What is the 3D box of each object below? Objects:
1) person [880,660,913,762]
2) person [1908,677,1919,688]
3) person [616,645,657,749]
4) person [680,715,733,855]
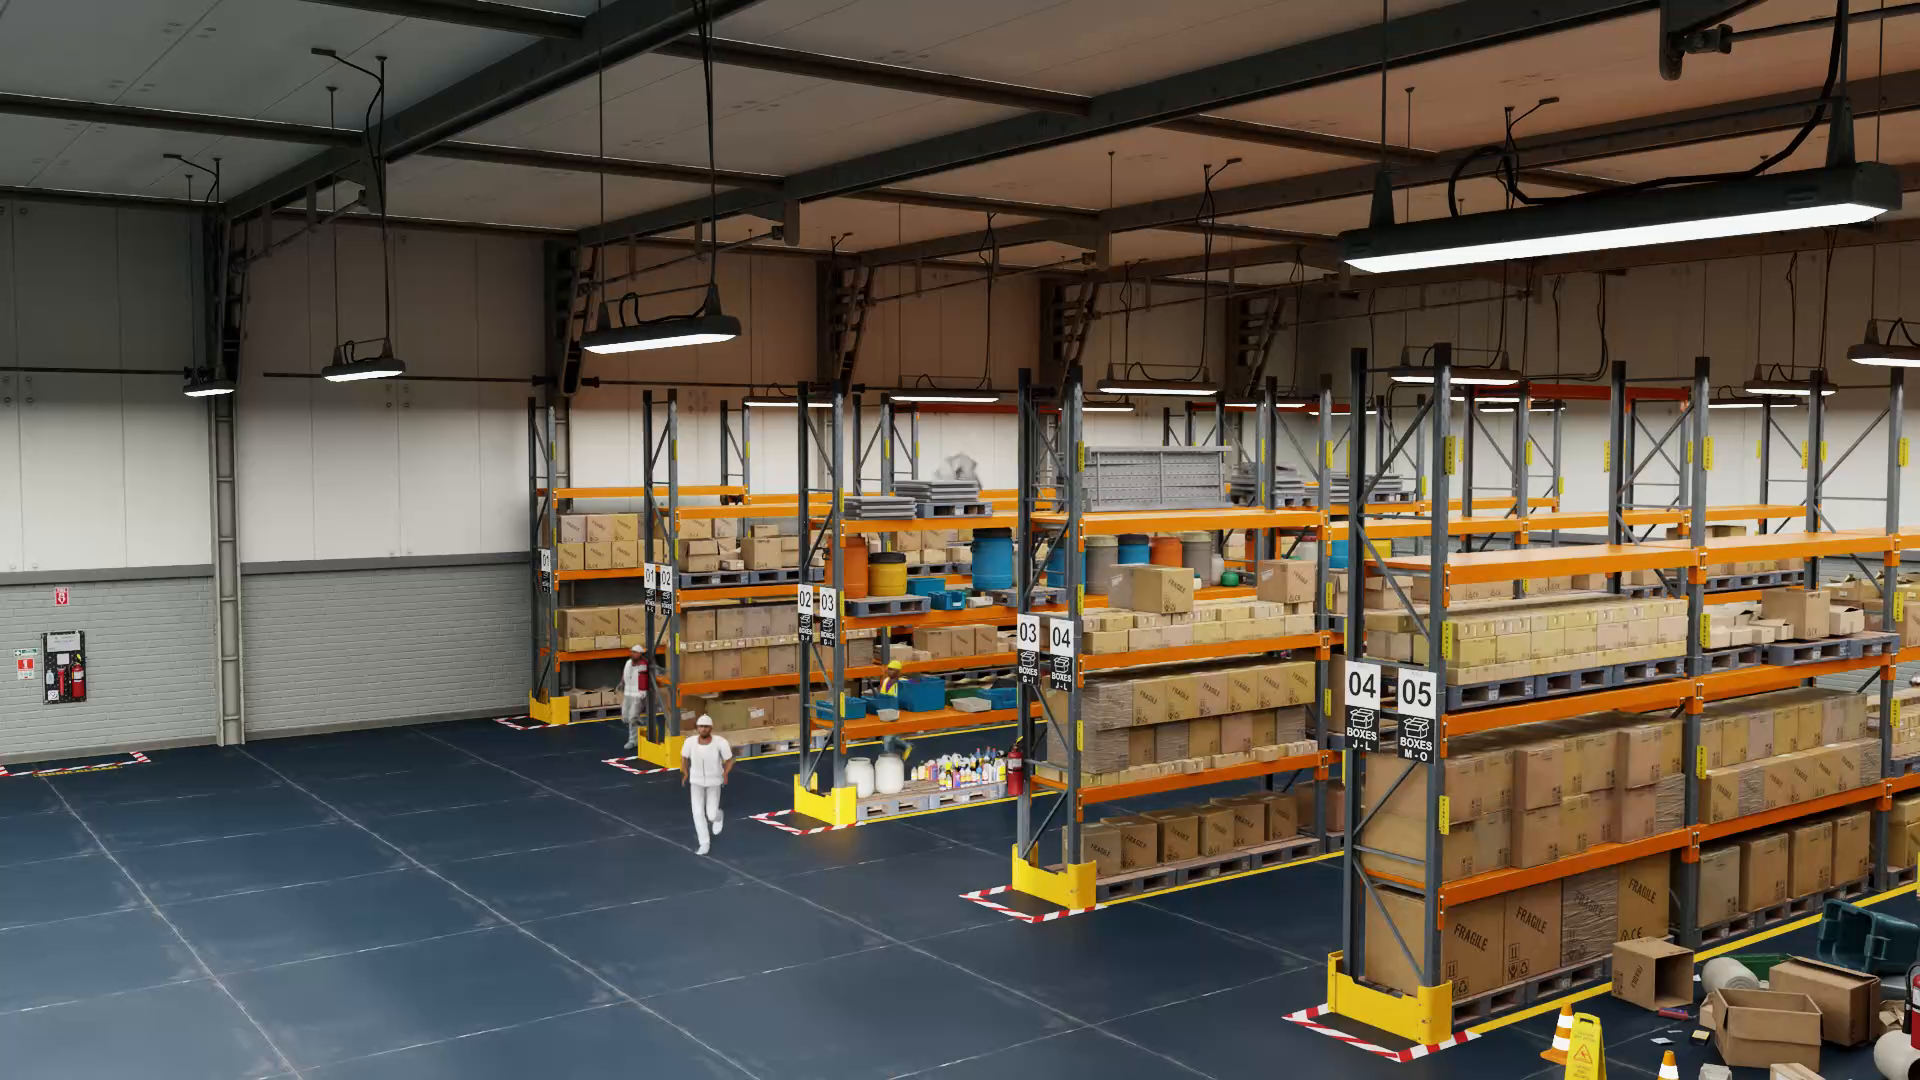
[{"bbox_3d":[-1.028,2.749,25.924,0.699,1.752,0.923,3,5,43],"label":"person"},{"bbox_3d":[14.001,2.861,24.319,0.629,1.741,0.666,-2,4,-34],"label":"person"},{"bbox_3d":[-5.438,2.638,28.201,0.705,1.742,0.659,2,4,30],"label":"person"},{"bbox_3d":[-3.214,3.062,21.107,0.683,1.727,0.771,0,3,1],"label":"person"}]
